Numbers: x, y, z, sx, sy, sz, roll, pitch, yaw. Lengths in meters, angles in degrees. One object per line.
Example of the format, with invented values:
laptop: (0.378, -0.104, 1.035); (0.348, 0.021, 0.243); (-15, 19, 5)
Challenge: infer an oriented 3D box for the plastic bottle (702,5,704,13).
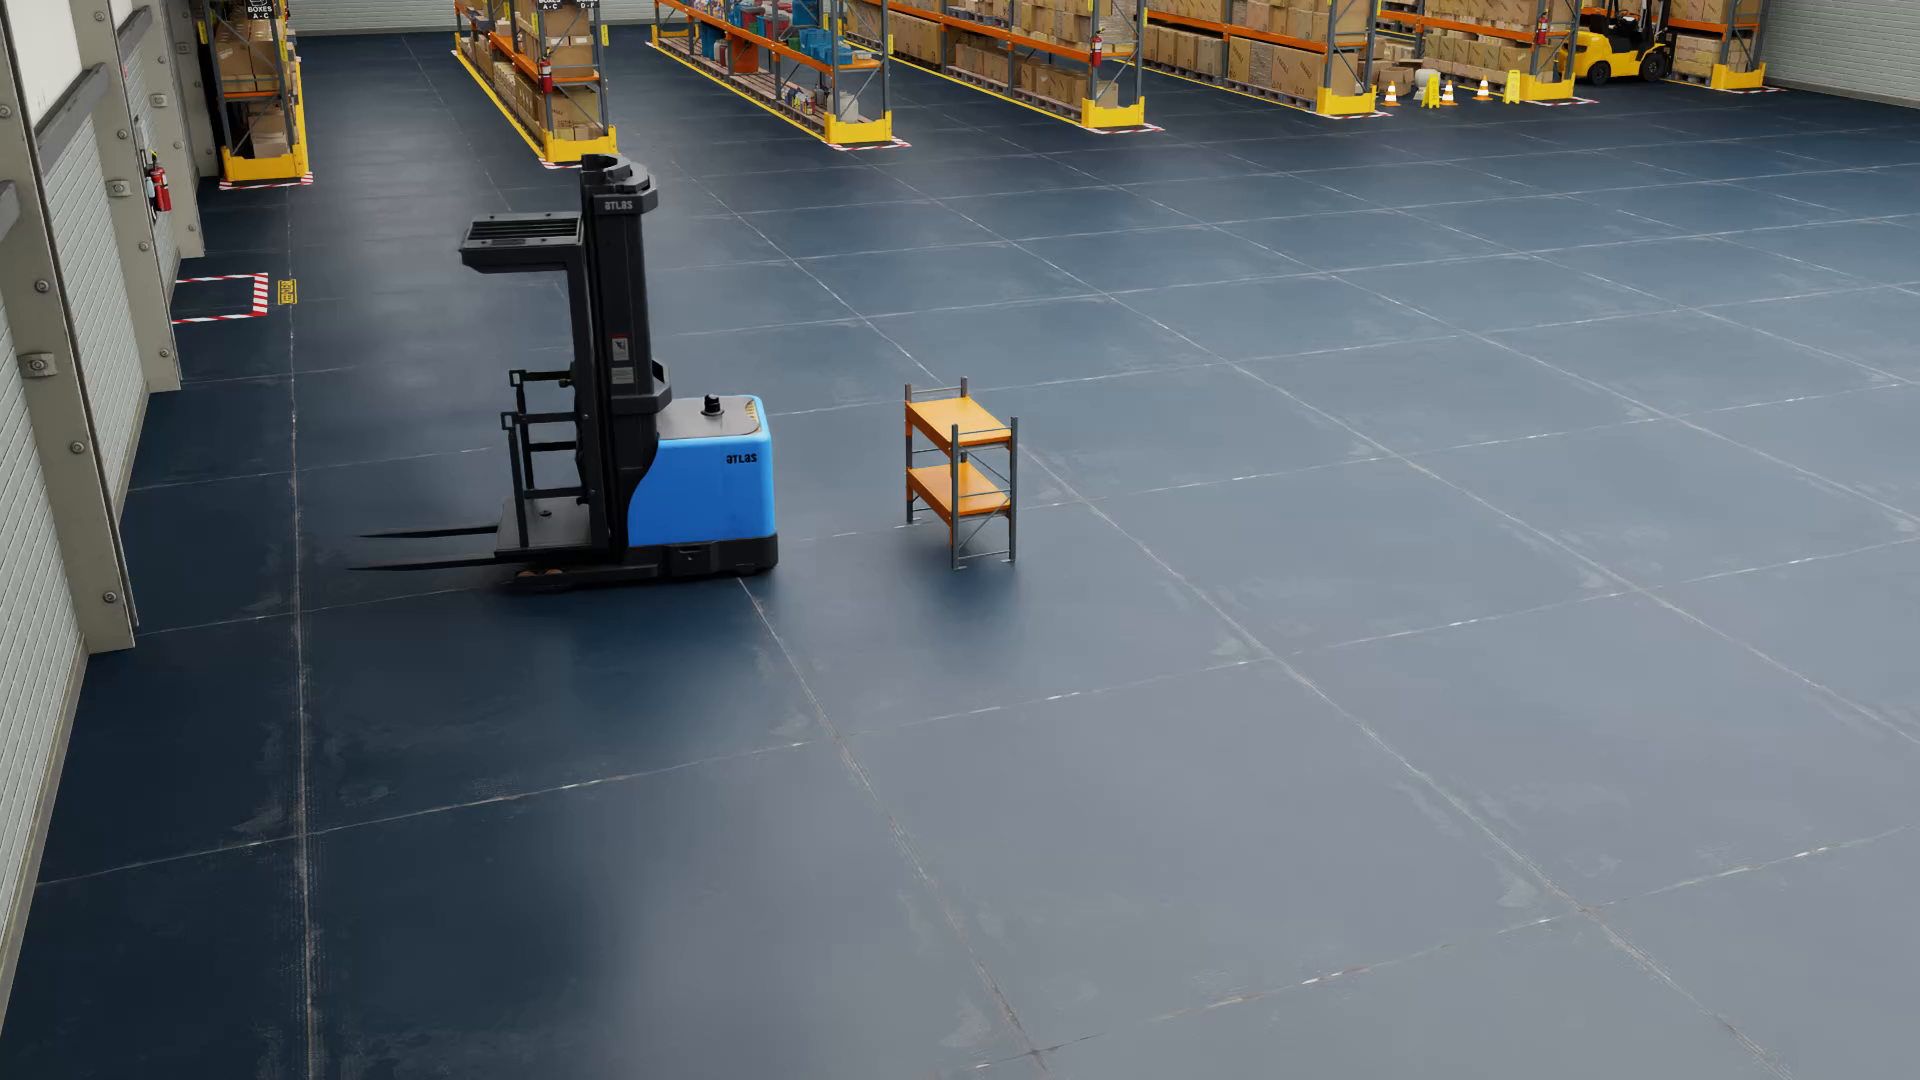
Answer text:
plastic bottle: (-5.829, -12.149, 37.969); (0.097, 0.201, 0.097); (0, 23, 0)

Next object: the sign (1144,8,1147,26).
sign: (3.402, -9.636, 30.636); (0.100, 0.325, 0.005); (-8, 24, -19)

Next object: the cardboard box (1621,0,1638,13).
cardboard box: (15.507, -12.320, 37.990); (0.500, 0.500, 0.500); (-8, 24, -18)

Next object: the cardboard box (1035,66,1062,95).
cardboard box: (1.795, -9.300, 33.631); (0.500, 0.500, 0.500); (-1, 23, -2)

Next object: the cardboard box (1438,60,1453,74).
cardboard box: (10.907, -10.459, 36.701); (0.500, 0.250, 0.500); (-7, 24, -16)

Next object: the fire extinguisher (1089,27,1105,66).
fire extinguisher: (2.504, -9.022, 30.394); (0.296, 0.674, 0.183); (-8, 24, -19)

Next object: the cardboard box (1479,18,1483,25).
cardboard box: (11.311, -11.071, 35.479); (0.380, 0.149, 0.250); (-8, 24, -19)

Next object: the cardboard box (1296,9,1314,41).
cardboard box: (7.182, -10.201, 32.898); (0.875, 0.550, 0.550); (-8, 24, -19)

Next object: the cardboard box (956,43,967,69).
cardboard box: (0.324, -10.880, 37.353); (0.700, 0.500, 0.500); (-10, 25, -22)

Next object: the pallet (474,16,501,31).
pallet: (-9.506, -10.860, 34.901); (1.213, 0.211, 1.003); (-8, 24, -19)

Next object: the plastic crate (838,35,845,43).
plastic crate: (-2.507, -9.503, 31.627); (0.499, 0.251, 0.616); (-8, 24, -19)

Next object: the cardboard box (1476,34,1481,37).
cardboard box: (11.394, -10.885, 36.748); (0.500, 0.500, 0.500); (-8, 24, -18)

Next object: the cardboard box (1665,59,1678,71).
cardboard box: (16.011, -10.624, 37.093); (0.500, 0.250, 0.500); (-8, 24, -18)

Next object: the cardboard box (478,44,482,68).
cardboard box: (-10.472, -10.815, 37.198); (0.500, 0.500, 0.500); (-8, 24, -18)

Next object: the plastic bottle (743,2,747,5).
plastic bottle: (-4.839, -11.998, 37.520); (0.097, 0.271, 0.097); (0, 23, 0)

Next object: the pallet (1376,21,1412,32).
pallet: (12.327, -14.530, 46.952); (1.003, 0.211, 1.213); (-8, 24, -19)

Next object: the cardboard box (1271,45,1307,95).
cardboard box: (6.956, -9.578, 33.807); (0.875, 0.875, 0.875); (-9, 24, -20)

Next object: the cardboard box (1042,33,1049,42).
cardboard box: (1.818, -9.838, 32.553); (0.380, 0.149, 0.250); (-8, 24, -19)

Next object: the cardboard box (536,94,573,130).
cardboard box: (-6.842, -7.231, 28.078); (0.500, 0.500, 0.500); (-8, 24, -19)

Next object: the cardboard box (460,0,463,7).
cardboard box: (-11.580, -12.916, 39.403); (0.500, 0.500, 0.500); (-8, 24, -18)

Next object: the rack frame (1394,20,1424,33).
rack frame: (12.569, -15.565, 45.818); (1.000, 3.000, 0.127); (-8, 24, -19)

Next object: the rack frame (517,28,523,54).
rack frame: (-7.791, -9.258, 30.853); (0.949, 2.616, 0.053); (-8, 24, -19)

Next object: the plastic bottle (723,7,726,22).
plastic bottle: (-5.107, -11.425, 36.144); (0.061, 0.283, 0.133); (-8, 24, -19)

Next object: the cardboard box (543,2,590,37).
cardboard box: (-6.546, -8.639, 27.587); (0.700, 0.500, 0.500); (-8, 24, -19)

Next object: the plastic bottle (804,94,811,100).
plastic bottle: (-2.909, -8.340, 31.617); (0.152, 0.276, 0.135); (-8, 24, -19)

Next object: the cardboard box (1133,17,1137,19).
cardboard box: (4.069, -12.495, 40.246); (0.500, 0.250, 0.500); (-8, 24, -18)

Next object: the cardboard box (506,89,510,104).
cardboard box: (-8.563, -8.666, 32.447); (0.500, 0.250, 0.500); (-8, 24, -18)

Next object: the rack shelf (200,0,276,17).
rack shelf: (-11.714, -8.901, 27.071); (1.077, 0.370, 4.000); (-8, 24, -19)

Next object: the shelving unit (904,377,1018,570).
shelving unit: (-0.002, -0.521, 12.537); (0.538, 1.125, 1.048); (-8, 24, -19)

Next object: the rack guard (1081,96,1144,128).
rack guard: (2.868, -8.039, 31.178); (1.175, 0.500, 0.348); (-8, 24, -19)

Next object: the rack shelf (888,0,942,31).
rack shelf: (-0.638, -12.465, 39.388); (1.077, 0.370, 4.000); (-8, 24, -19)

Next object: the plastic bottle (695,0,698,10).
plastic bottle: (-6.042, -12.433, 38.546); (0.152, 0.276, 0.135); (-8, 24, -19)

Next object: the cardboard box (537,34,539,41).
cardboard box: (-6.959, -8.542, 28.191); (0.380, 0.149, 0.250); (-8, 24, -18)

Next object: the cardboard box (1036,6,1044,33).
cardboard box: (1.997, -10.273, 32.750); (0.875, 0.500, 0.500); (-8, 24, -19)

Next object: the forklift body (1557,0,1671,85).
forklift body: (14.431, -11.252, 36.678); (2.313, 2.155, 1.214); (-8, 24, -19)

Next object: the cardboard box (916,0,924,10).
cardboard box: (-0.695, -12.631, 38.728); (0.500, 0.500, 0.500); (-9, 25, -21)

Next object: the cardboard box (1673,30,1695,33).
cardboard box: (16.294, -11.344, 37.515); (0.500, 0.250, 0.500); (-9, 24, -20)

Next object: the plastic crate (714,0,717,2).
plastic crate: (-6.009, -12.938, 39.847); (0.396, 0.136, 0.243); (-8, 24, -19)

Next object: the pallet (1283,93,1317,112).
pallet: (7.215, -8.801, 33.360); (1.003, 0.211, 1.213); (-8, 24, -19)

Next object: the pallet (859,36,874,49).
pallet: (-1.975, -12.969, 43.249); (1.003, 0.211, 1.213); (-8, 24, -19)

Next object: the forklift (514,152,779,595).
forklift: (-2.898, -1.181, 11.779); (3.031, 2.935, 1.130); (-4, 23, -10)

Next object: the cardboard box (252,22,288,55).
cardboard box: (-11.783, -8.553, 28.383); (0.500, 0.500, 0.500); (-8, 24, -19)

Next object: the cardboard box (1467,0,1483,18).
cardboard box: (11.208, -11.417, 35.463); (0.500, 0.500, 0.500); (-8, 24, -18)

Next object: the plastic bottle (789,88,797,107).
plastic bottle: (-3.189, -8.500, 31.899); (0.144, 0.351, 0.185); (-9, 25, -21)

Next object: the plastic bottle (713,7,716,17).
plastic bottle: (-5.453, -11.763, 37.052); (0.097, 0.201, 0.097); (0, 23, 0)

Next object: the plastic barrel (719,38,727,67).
plastic barrel: (-5.153, -11.058, 37.688); (0.600, 0.588, 0.708); (-8, 24, -19)

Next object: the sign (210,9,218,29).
sign: (-12.939, -9.033, 28.830); (0.100, 0.325, 0.005); (-8, 24, -19)

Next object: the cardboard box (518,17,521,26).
cardboard box: (-7.874, -9.479, 30.414); (0.380, 0.149, 0.250); (-8, 24, -19)

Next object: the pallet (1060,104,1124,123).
pallet: (2.614, -8.205, 31.946); (1.003, 0.211, 1.213); (-8, 24, -19)
